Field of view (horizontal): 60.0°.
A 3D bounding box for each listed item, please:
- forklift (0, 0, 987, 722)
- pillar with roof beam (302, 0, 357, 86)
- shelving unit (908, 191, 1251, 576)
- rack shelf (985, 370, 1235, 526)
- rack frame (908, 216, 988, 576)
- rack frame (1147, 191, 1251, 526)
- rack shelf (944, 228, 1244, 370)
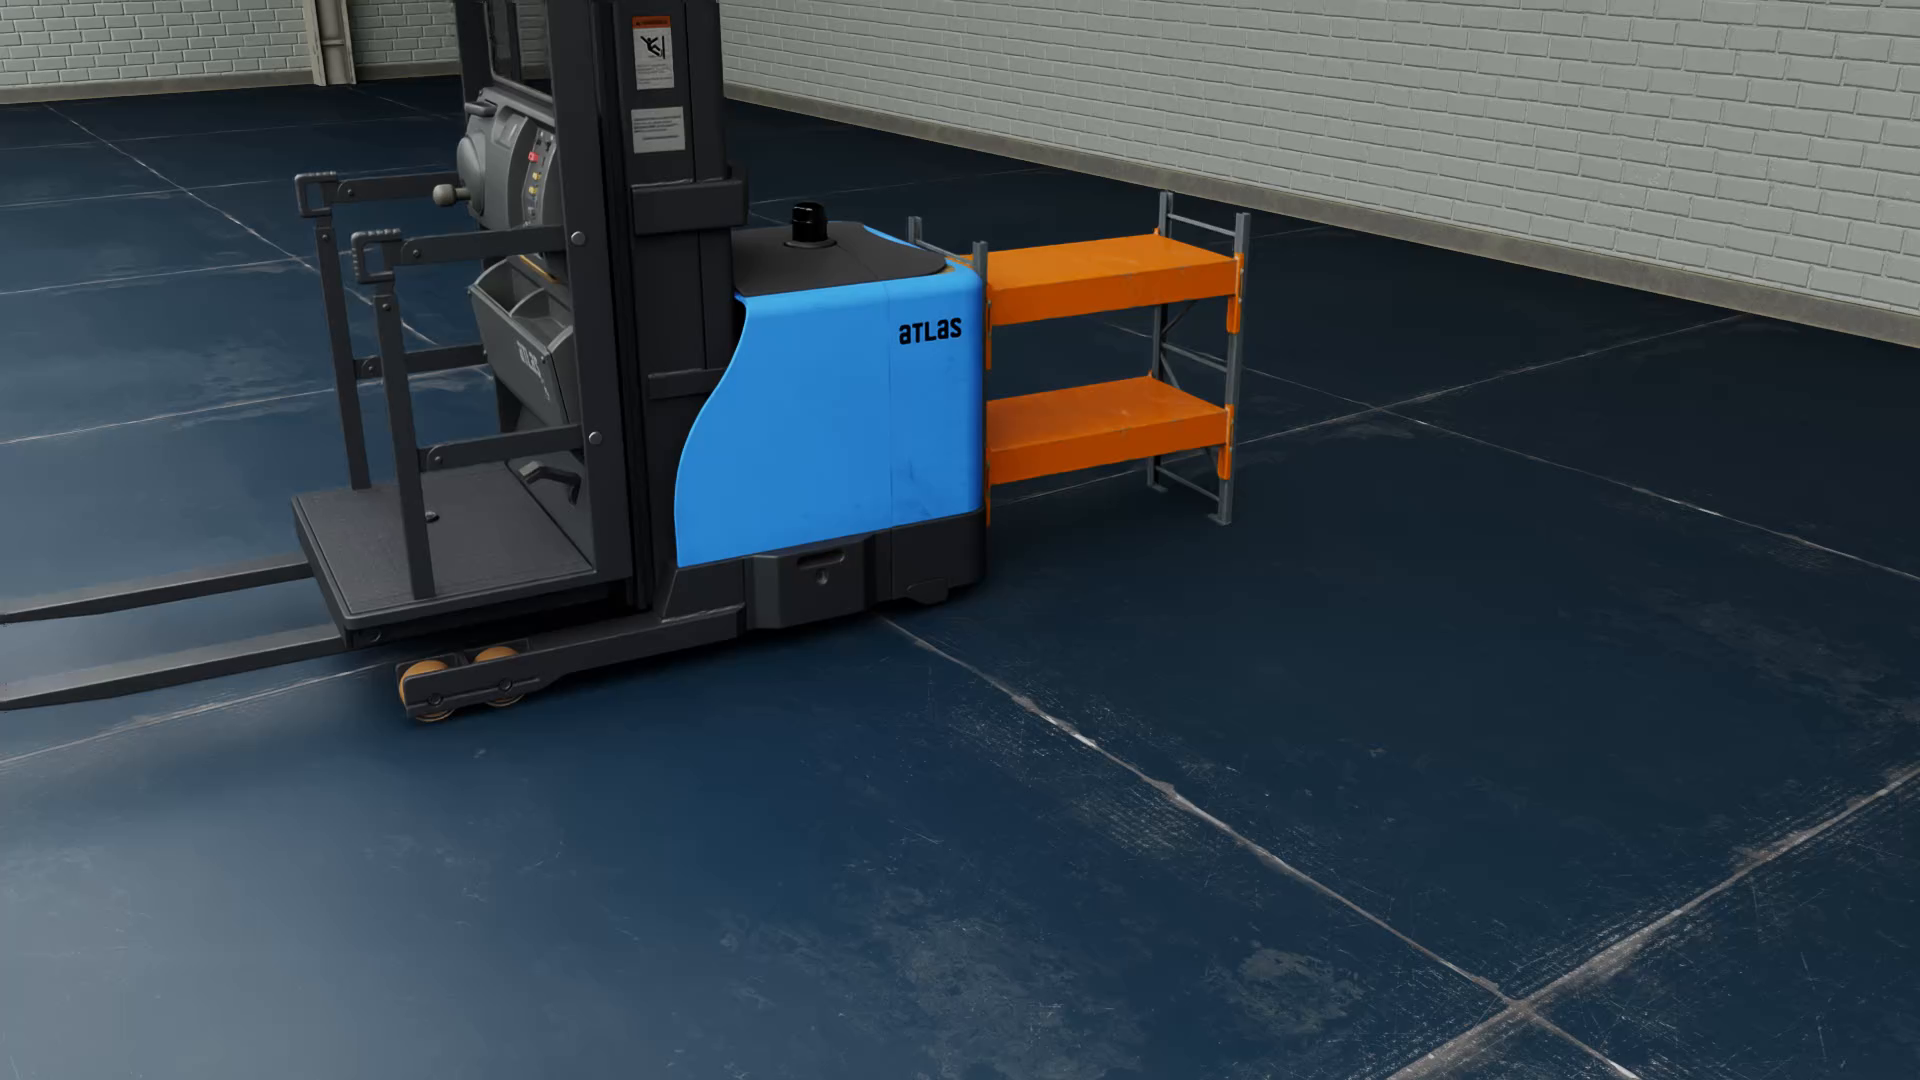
[{"bbox_3d":[-1.460,-1.079,4.646,3.031,2.935,1.130,-11,24,-26],"label":"forklift"},{"bbox_3d":[-4.587,-8.073,13.987,0.400,9.000,9.100,-15,26,-33],"label":"pillar with roof beam"},{"bbox_3d":[0.405,-0.571,5.809,1.048,1.125,0.538,-11,24,-26],"label":"shelving unit"},{"bbox_3d":[0.405,-0.344,5.899,1.000,0.278,0.538,-11,24,-26],"label":"rack shelf"},{"bbox_3d":[-0.043,-0.482,5.587,0.032,1.125,0.500,-11,24,-26],"label":"rack frame"},{"bbox_3d":[0.854,-0.659,6.031,0.032,1.125,0.500,-11,24,-26],"label":"rack frame"},{"bbox_3d":[0.405,-0.843,5.700,1.000,0.278,0.538,-11,24,-26],"label":"rack shelf"}]
